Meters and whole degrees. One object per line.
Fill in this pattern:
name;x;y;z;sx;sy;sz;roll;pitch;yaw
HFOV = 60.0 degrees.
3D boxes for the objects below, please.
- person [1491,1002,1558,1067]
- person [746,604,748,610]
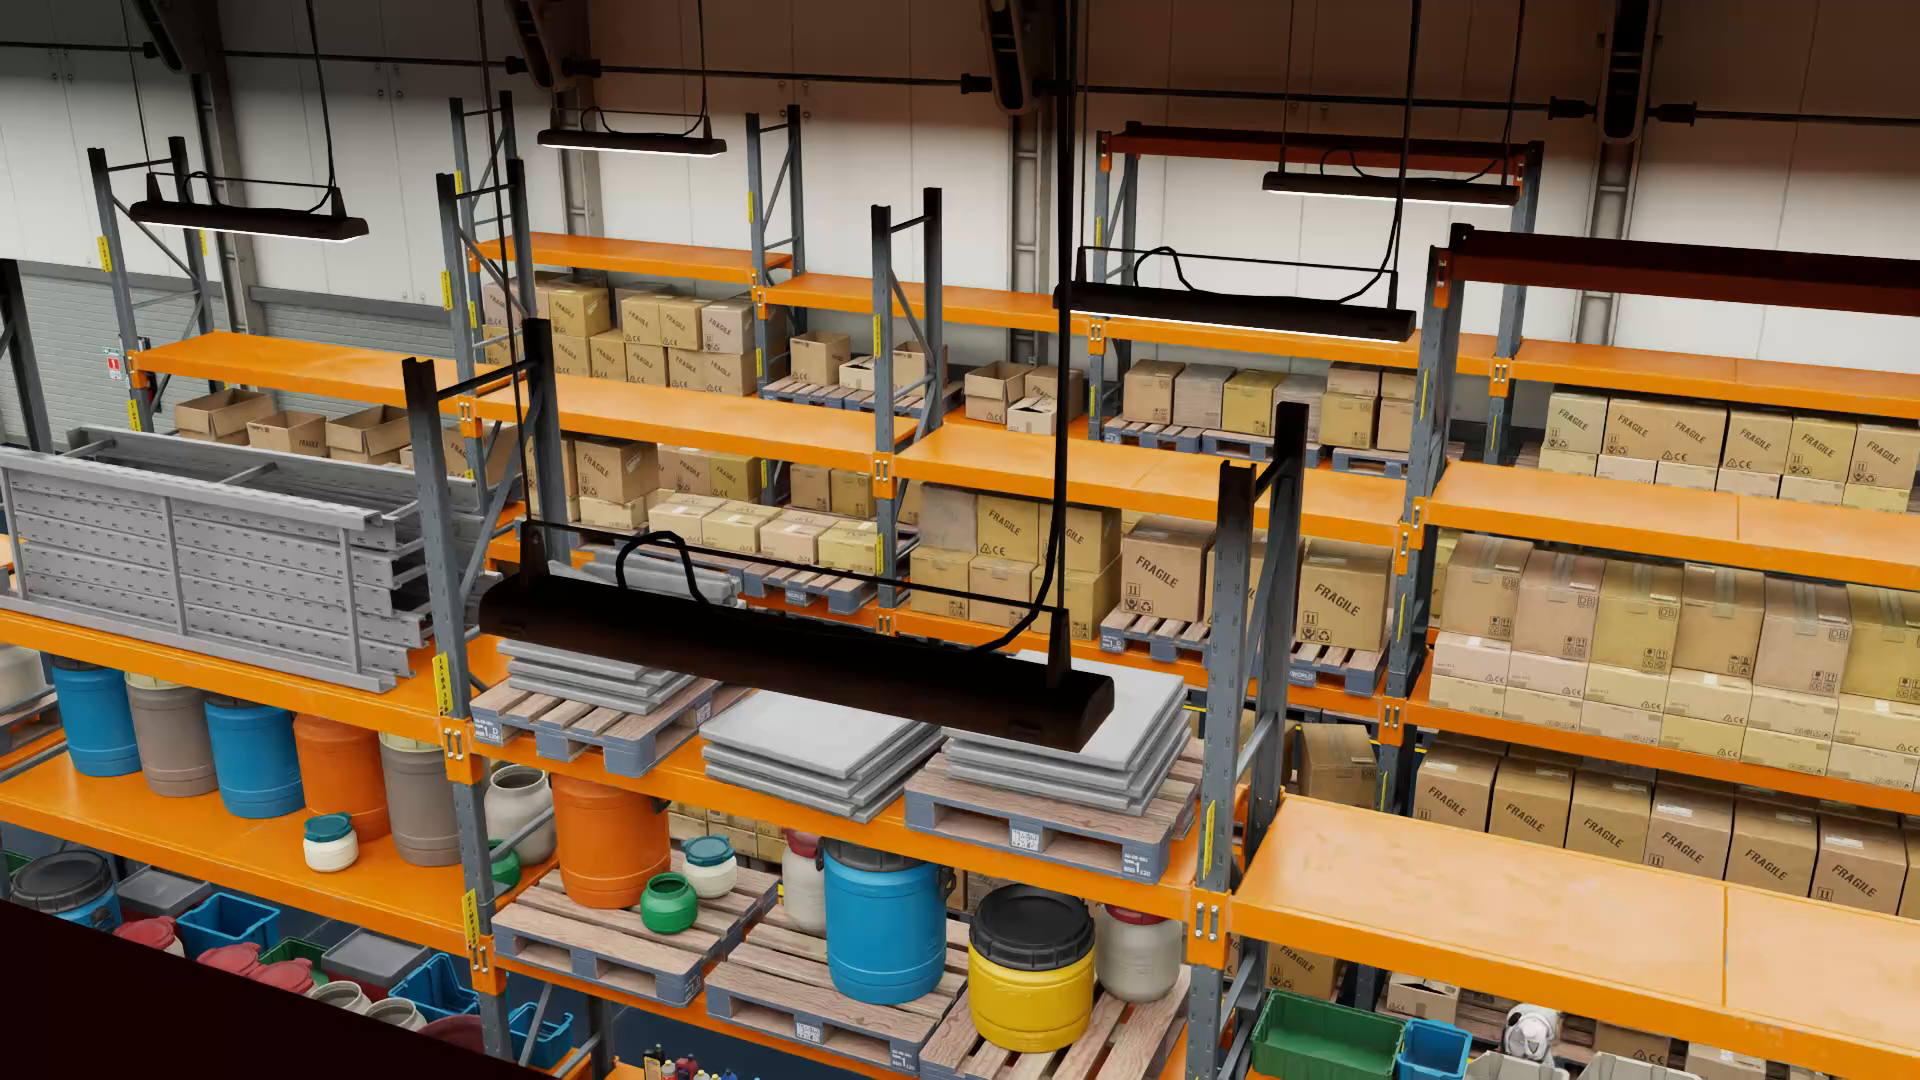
person;3.764;3.501;10.980;1.045;1.627;0.474;8;22;21
person;-2.426;0.962;17.684;0.664;1.745;0.642;6;21;17
